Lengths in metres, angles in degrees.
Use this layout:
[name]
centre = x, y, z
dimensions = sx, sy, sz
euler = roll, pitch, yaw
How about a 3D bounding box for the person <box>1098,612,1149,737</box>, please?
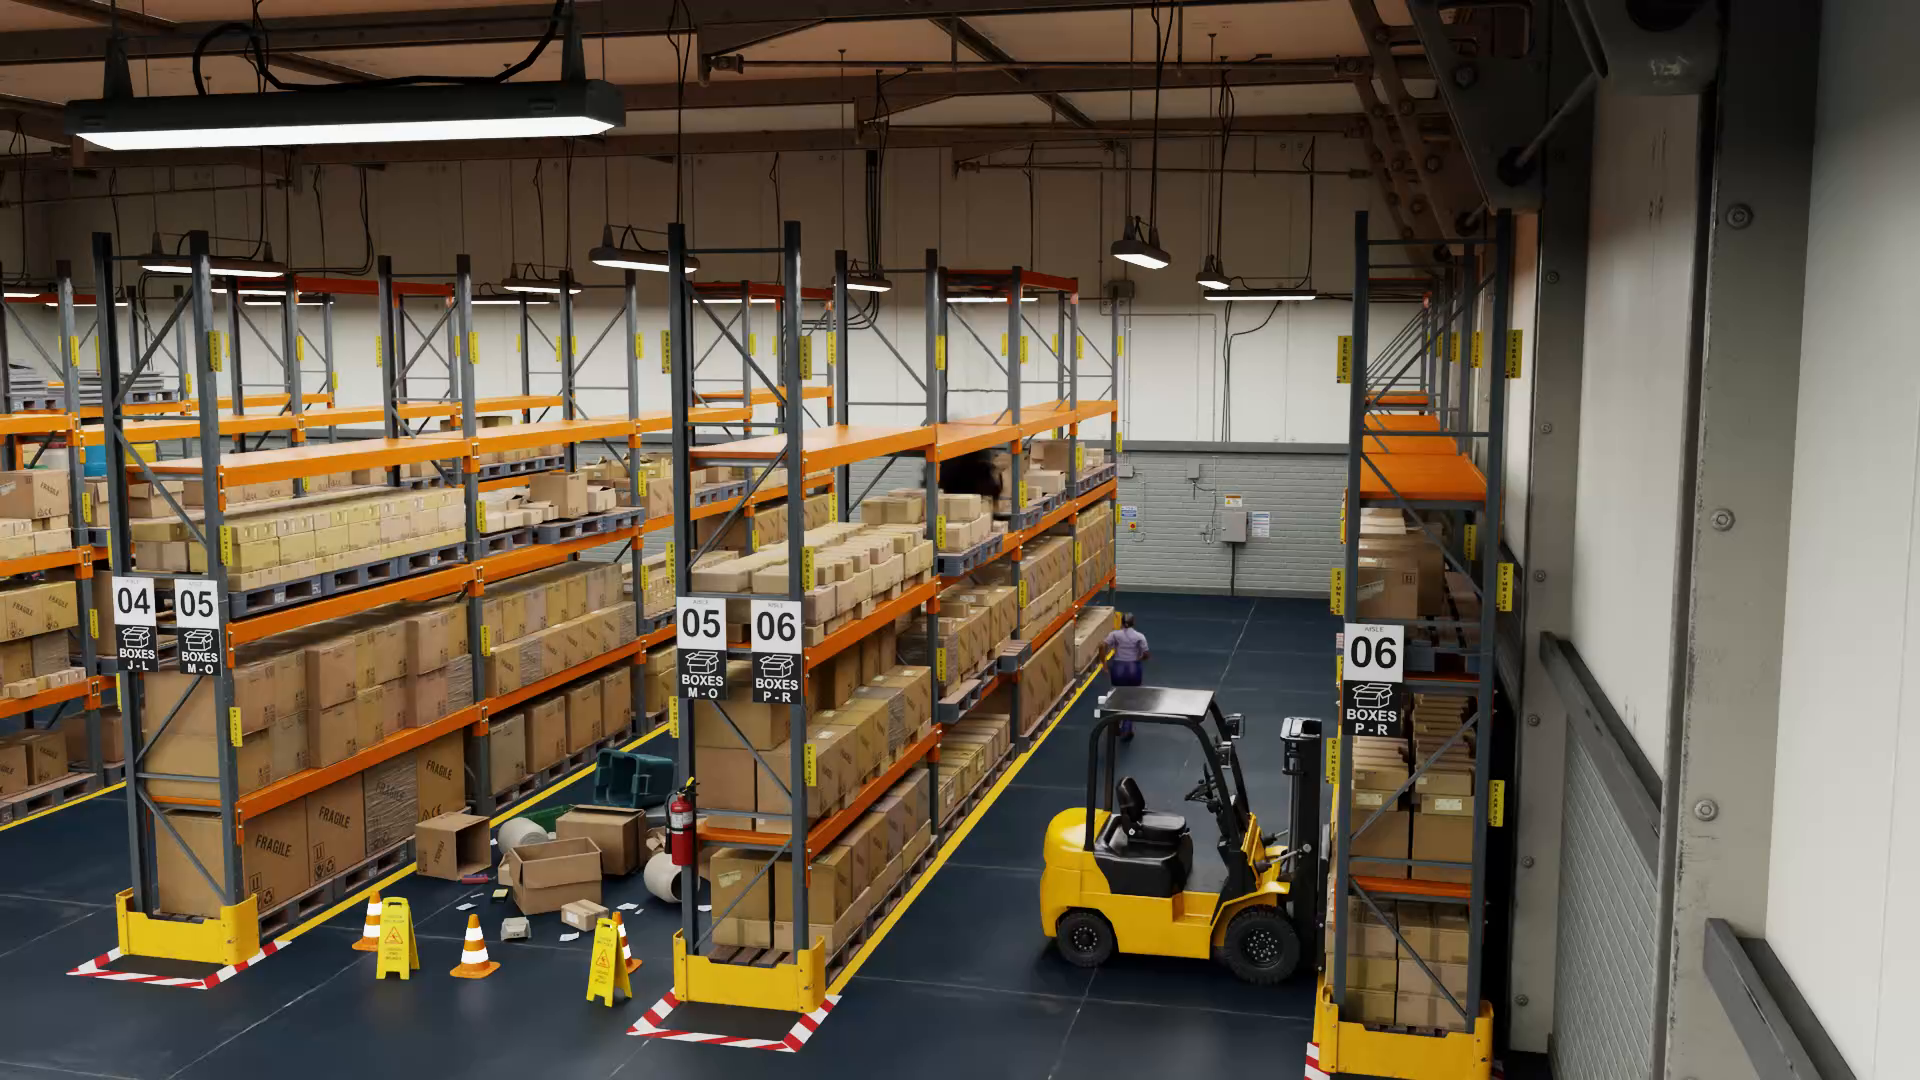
[person]
centre = 2.143, 1.743, 21.572
dimensions = 0.626, 1.644, 0.637
euler = 2, 7, 16
